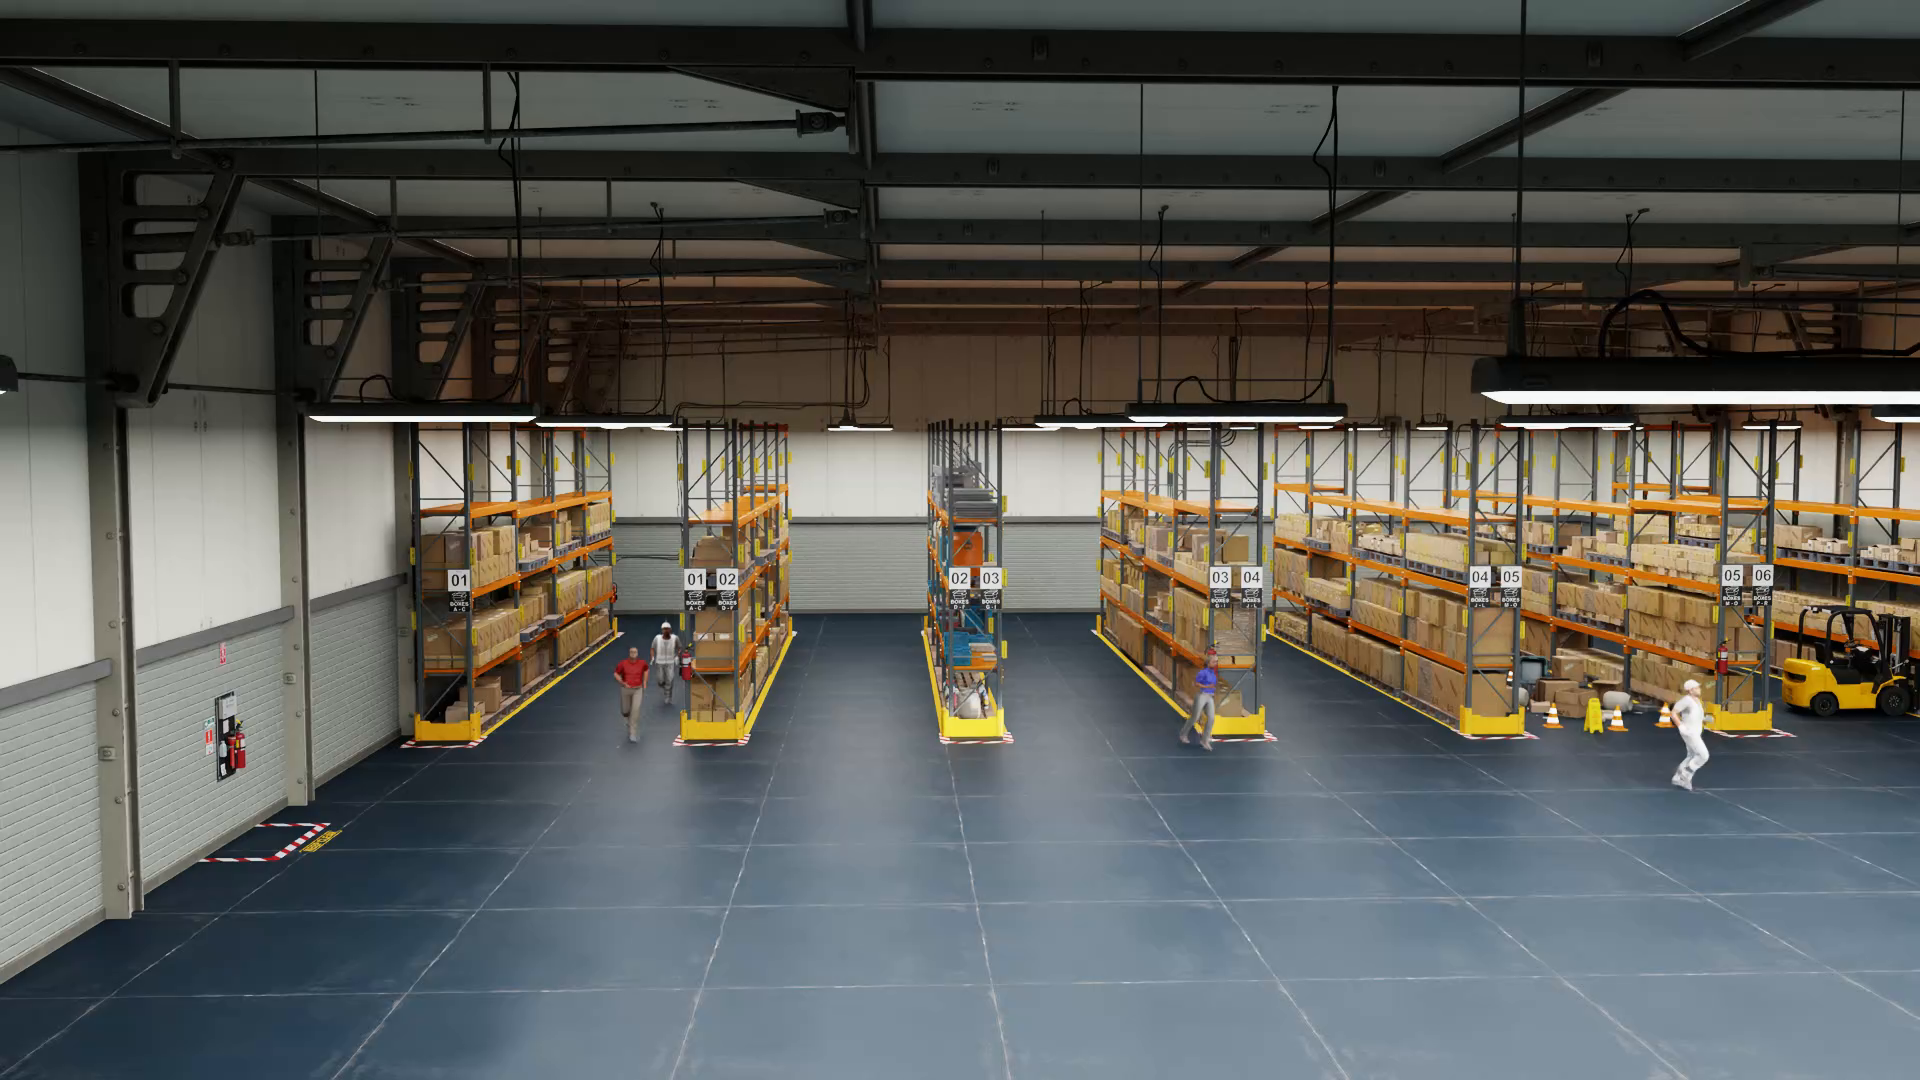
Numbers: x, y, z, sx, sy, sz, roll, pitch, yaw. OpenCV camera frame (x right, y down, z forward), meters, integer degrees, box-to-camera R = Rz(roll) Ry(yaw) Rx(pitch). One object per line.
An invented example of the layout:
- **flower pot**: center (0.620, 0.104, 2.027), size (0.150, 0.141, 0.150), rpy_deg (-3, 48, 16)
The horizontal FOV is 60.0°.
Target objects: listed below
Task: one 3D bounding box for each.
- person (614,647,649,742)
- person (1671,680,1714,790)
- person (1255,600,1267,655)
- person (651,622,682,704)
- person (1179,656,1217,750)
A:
- **person**: center (-6.196, 2.877, 31.391), size (0.655, 1.729, 1.106), rpy_deg (-1, 4, -10)
- **person**: center (11.753, 3.121, 26.666), size (0.589, 1.767, 0.719), rpy_deg (3, 5, 43)
- **person**: center (7.706, 2.147, 43.088), size (0.582, 1.710, 0.673), rpy_deg (0, 4, -4)
- **person**: center (-6.233, 2.601, 35.333), size (0.668, 1.728, 0.639), rpy_deg (-1, 4, -9)
- **person**: center (4.479, 2.964, 30.474), size (0.614, 1.649, 0.808), rpy_deg (-3, 4, -34)
